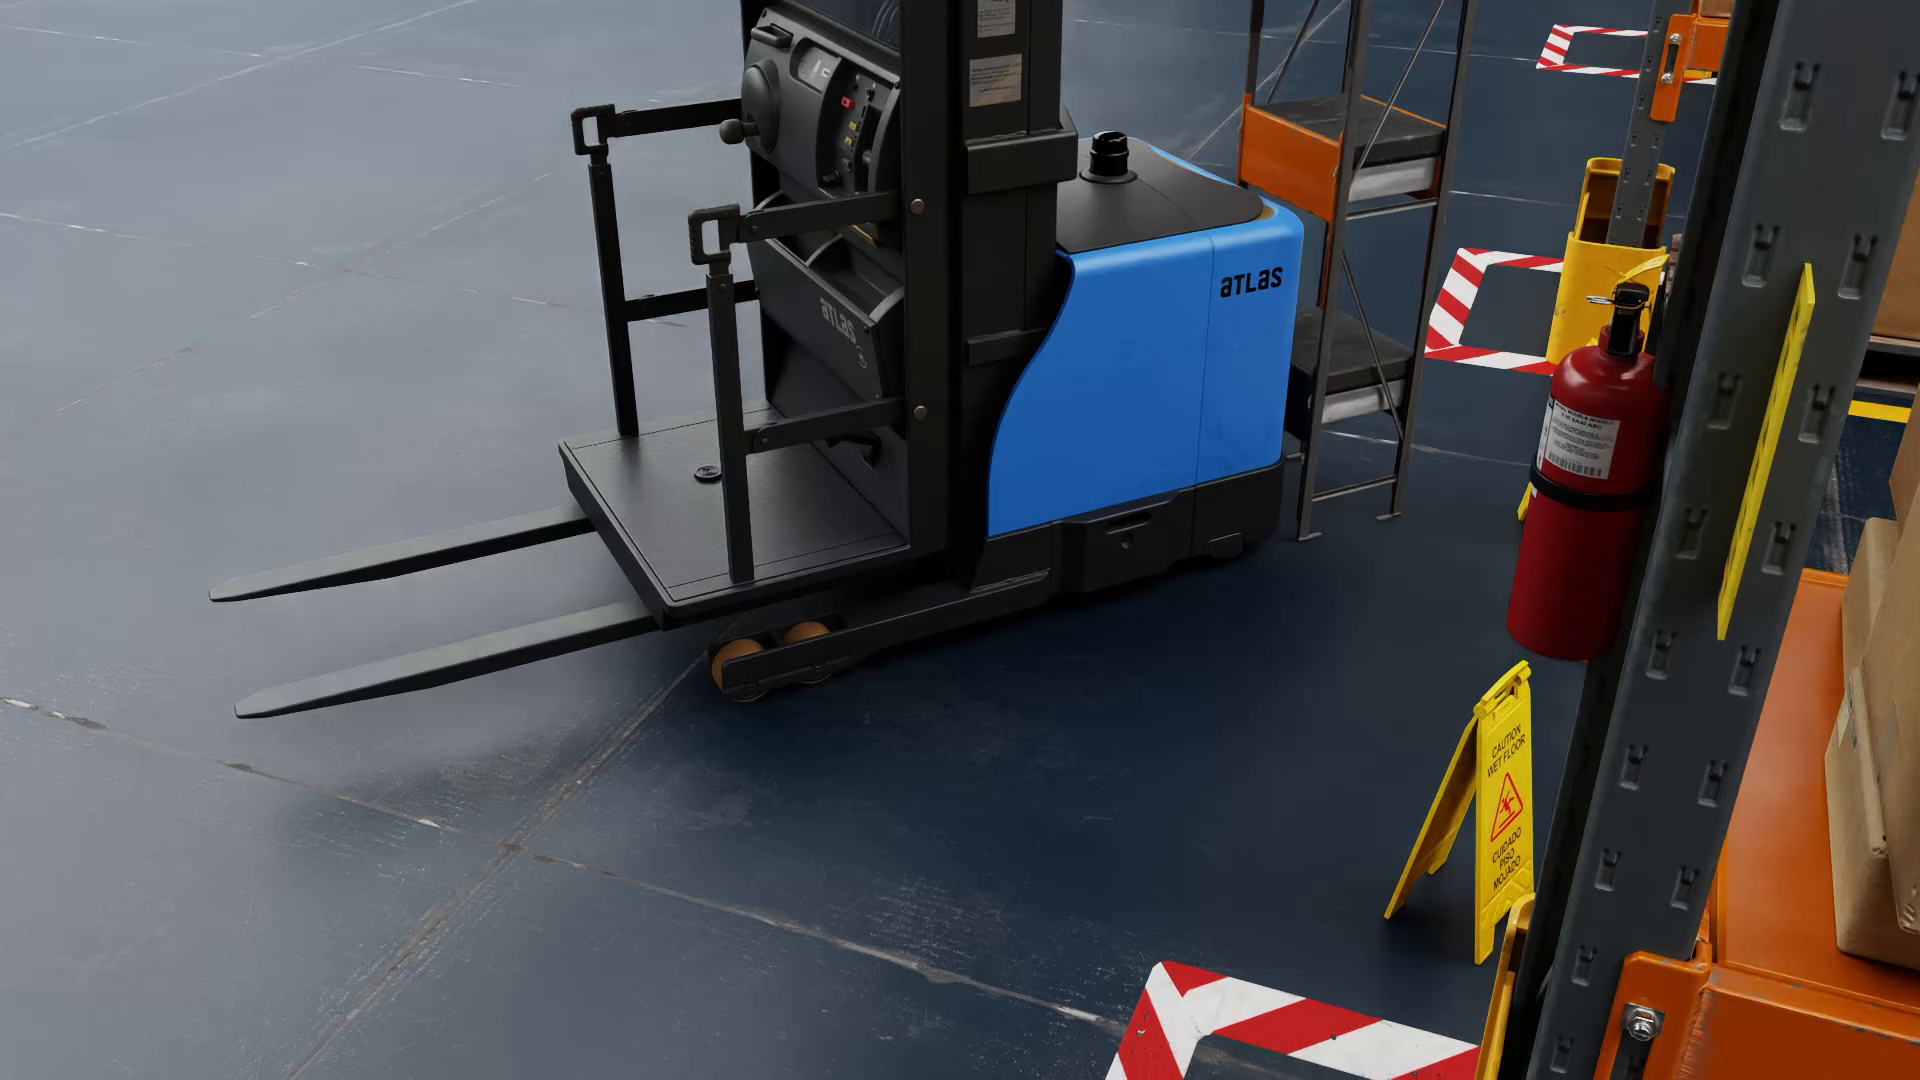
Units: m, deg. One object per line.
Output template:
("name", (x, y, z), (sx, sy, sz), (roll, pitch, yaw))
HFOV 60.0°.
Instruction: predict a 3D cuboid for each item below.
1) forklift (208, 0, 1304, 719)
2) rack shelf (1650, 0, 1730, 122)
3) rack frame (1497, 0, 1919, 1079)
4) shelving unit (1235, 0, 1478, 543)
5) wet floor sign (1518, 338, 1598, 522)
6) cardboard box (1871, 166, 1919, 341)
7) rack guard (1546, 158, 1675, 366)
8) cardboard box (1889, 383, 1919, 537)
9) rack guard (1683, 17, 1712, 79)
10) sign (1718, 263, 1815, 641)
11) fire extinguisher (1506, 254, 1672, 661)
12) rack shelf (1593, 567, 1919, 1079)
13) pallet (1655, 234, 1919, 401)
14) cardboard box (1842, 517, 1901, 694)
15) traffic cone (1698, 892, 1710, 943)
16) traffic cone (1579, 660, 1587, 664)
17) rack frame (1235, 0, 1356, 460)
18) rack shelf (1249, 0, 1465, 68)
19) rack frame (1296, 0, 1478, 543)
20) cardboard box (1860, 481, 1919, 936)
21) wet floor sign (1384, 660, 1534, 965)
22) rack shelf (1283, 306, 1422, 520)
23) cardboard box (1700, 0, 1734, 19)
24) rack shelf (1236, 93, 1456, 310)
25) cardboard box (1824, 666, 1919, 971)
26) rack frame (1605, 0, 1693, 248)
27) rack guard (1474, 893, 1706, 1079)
("forklift", (-0.557, -1.136, 4.281), (3.031, 2.935, 1.130), (-14, 32, -23))
("rack shelf", (4.525, -1.535, 5.649), (4.000, 0.370, 1.077), (11, 31, 19))
("rack frame", (0.903, 0.059, 2.098), (0.053, 2.616, 0.949), (11, 31, 19))
("shelving unit", (1.138, -1.059, 4.988), (0.431, 2.100, 0.503), (-13, 32, -22))
("wet floor sign", (1.900, -0.296, 5.118), (0.232, 0.644, 0.267), (6, 30, 11))
("cardboard box", (3.325, -1.381, 6.378), (0.875, 0.875, 0.875), (11, 31, 19))
("rack guard", (2.649, -1.135, 6.750), (0.348, 0.500, 1.175), (11, 31, 19))
("cardboard box", (1.510, -0.141, 2.047), (0.500, 0.500, 0.500), (11, 31, 18))
("rack guard", (4.700, -3.359, 10.685), (0.348, 0.500, 1.175), (11, 31, 19))
("sign", (0.700, -0.072, 1.450), (0.005, 0.325, 0.100), (11, 31, 19))
("fire extinguisher", (0.971, -0.141, 2.529), (0.183, 0.674, 0.296), (11, 31, 19))
("rack shelf", (2.757, 0.740, 1.623), (4.000, 0.370, 1.077), (11, 31, 19))
("pallet", (3.442, -0.892, 6.614), (1.213, 0.211, 1.003), (11, 31, 19))
("cardboard box", (1.331, 0.138, 2.213), (0.250, 0.149, 0.380), (12, 32, 21))
("traffic cone", (1.787, 0.653, 3.625), (0.334, 0.463, 0.336), (11, 31, 19))
("traffic cone", (1.890, 0.084, 4.631), (0.334, 0.463, 0.336), (11, 31, 19))
("rack frame", (1.032, -1.167, 5.179), (0.400, 2.100, 0.015), (-13, 32, -22))
("rack shelf", (1.139, -1.656, 4.649), (0.431, 0.518, 0.480), (-13, 32, -22))
("rack frame", (1.244, -0.950, 4.797), (0.400, 2.100, 0.015), (-13, 32, -22))
("cardboard box", (1.239, 0.098, 1.624), (0.500, 0.500, 0.500), (11, 31, 18))
("wet floor sign", (1.130, 0.559, 3.605), (0.232, 0.644, 0.267), (24, 37, 36))
("rack shelf", (1.137, -0.438, 5.340), (0.431, 0.518, 0.480), (-13, 32, -22))
("cardboard box", (3.032, -2.236, 6.005), (0.550, 0.550, 0.875), (11, 31, 19))
("rack shelf", (1.138, -1.047, 4.994), (0.431, 0.518, 0.480), (-13, 32, -22))
("cardboard box", (1.141, 0.324, 1.884), (0.250, 0.149, 0.380), (11, 31, 19))
("rack frame", (2.671, -2.219, 6.127), (0.127, 3.000, 1.000), (11, 31, 19))
("rack guard", (0.974, 1.159, 2.691), (0.348, 0.500, 1.175), (11, 31, 19))
